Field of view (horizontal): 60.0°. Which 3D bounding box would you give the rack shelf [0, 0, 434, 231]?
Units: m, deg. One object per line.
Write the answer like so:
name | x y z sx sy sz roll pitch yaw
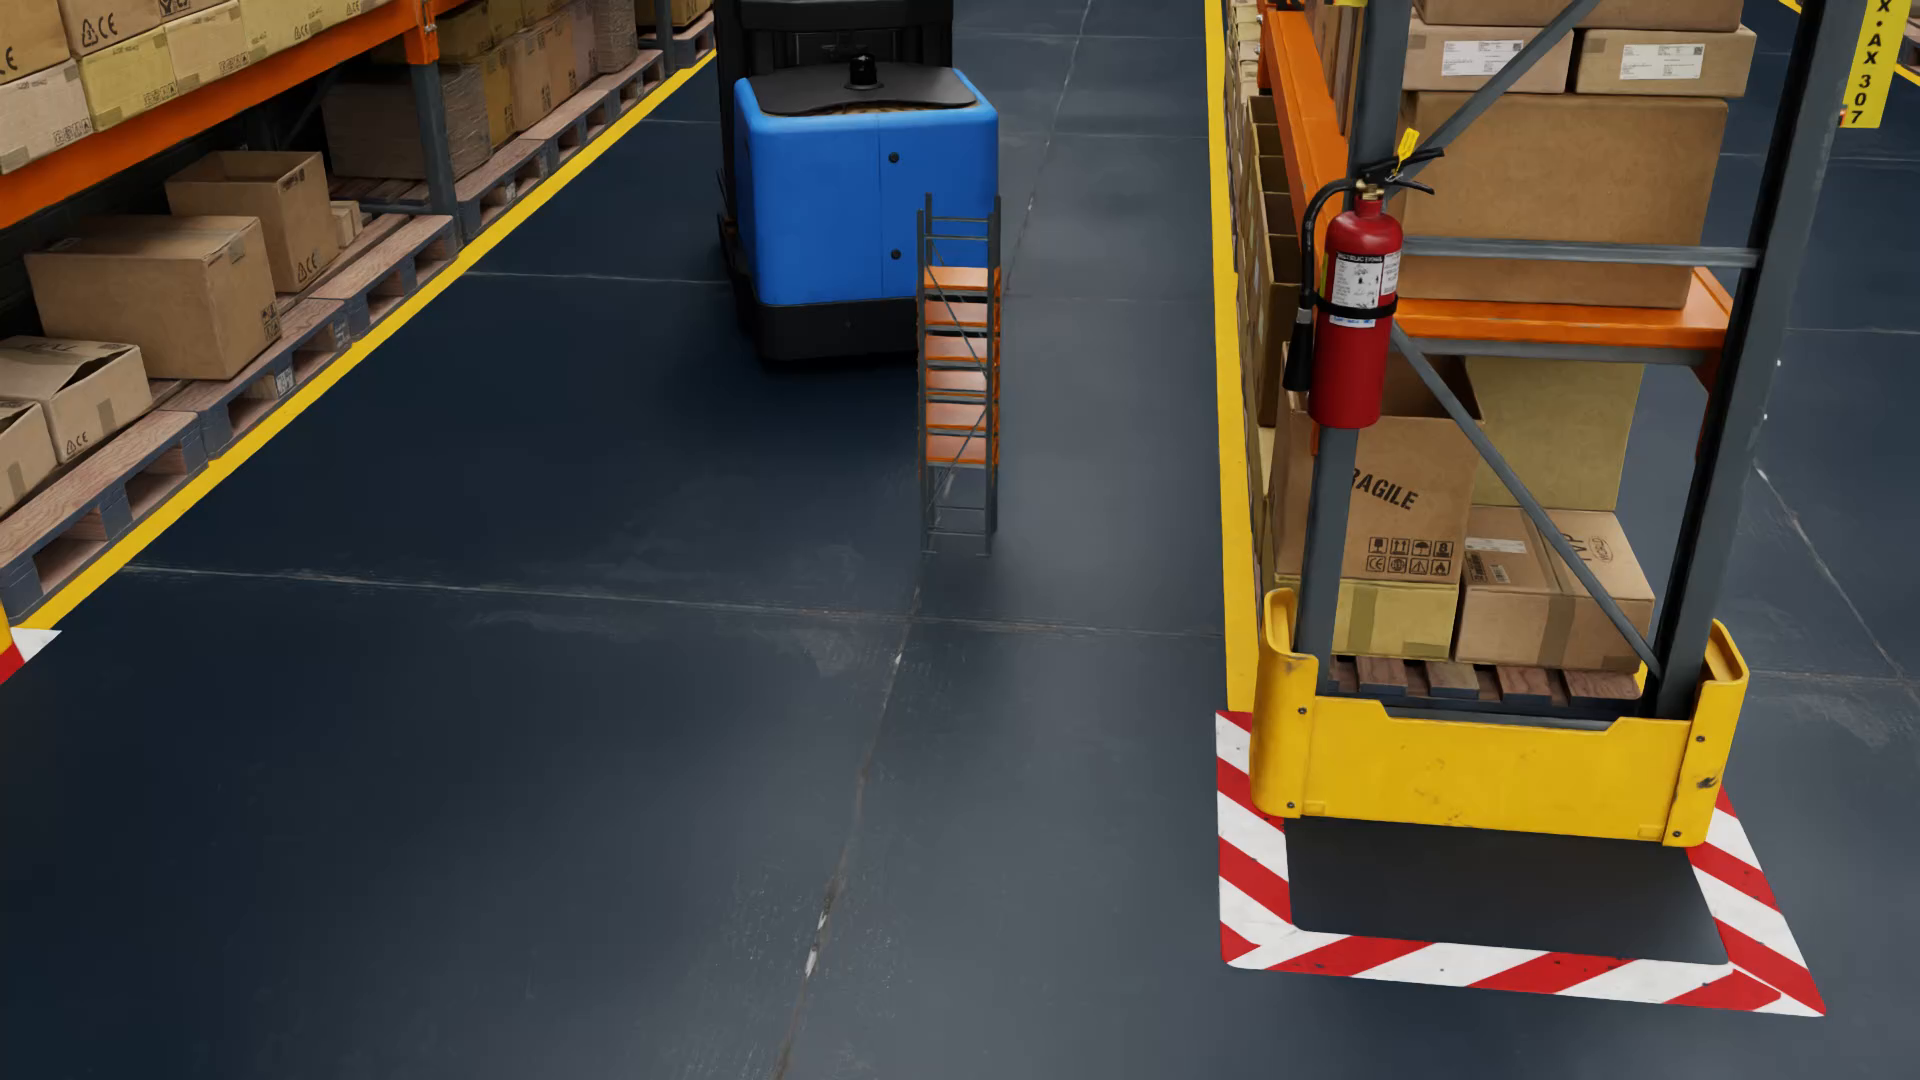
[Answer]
rack shelf | -3.294 -1.563 6.248 1.077 0.370 4.000 3 28 6

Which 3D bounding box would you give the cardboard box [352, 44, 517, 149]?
cardboard box | -2.961 -2.508 9.415 0.700 0.500 0.500 3 28 5

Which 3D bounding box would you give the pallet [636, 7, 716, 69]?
pallet | -2.387 -3.843 12.662 1.003 0.211 1.213 3 28 6

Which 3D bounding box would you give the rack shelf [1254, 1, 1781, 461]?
rack shelf | 1.623 -1.277 5.717 1.077 0.370 4.000 3 28 6

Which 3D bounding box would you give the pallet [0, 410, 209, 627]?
pallet | -3.395 -0.127 5.763 1.003 0.211 1.213 3 28 6

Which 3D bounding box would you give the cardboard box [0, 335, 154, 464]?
cardboard box | -3.295 -0.537 5.956 0.500 0.311 0.500 6 29 10

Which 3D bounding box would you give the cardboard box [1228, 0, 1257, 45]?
cardboard box | 2.003 -3.410 10.782 0.500 0.311 0.500 4 29 8

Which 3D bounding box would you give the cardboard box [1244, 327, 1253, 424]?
cardboard box | 1.323 -0.603 6.163 0.500 0.250 0.500 3 28 6

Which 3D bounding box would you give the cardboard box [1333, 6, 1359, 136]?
cardboard box | 1.635 -1.644 5.534 0.700 0.500 0.500 4 29 8

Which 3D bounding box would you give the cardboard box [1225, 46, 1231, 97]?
cardboard box | 1.942 -2.927 10.476 0.500 0.250 0.500 3 28 5

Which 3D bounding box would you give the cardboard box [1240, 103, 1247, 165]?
cardboard box | 1.633 -1.964 8.098 0.500 0.311 0.500 3 28 6

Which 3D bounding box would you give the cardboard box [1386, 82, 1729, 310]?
cardboard box | 1.448 -0.916 4.181 0.700 0.500 0.500 3 28 6

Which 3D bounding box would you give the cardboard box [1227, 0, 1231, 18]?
cardboard box | 2.304 -4.209 12.572 0.500 0.500 0.500 2 28 4

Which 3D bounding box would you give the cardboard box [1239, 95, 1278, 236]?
cardboard box | 1.501 -1.640 7.297 0.500 0.500 0.500 3 28 6

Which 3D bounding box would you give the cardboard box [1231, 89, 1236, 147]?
cardboard box | 1.821 -2.440 9.573 0.500 0.250 0.500 4 29 7

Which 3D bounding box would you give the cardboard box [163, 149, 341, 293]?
cardboard box | -3.136 -1.424 7.402 0.500 0.500 0.500 1 28 2

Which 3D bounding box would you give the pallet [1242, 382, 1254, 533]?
pallet | 1.582 -0.360 6.196 1.003 0.211 1.213 3 28 6

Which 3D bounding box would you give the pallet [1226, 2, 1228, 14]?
pallet | 2.786 -4.688 14.230 1.003 0.211 1.213 3 28 6

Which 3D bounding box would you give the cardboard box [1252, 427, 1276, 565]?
cardboard box | 1.200 -0.133 5.290 0.500 0.250 0.500 3 28 6

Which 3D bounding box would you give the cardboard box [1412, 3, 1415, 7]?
cardboard box | 1.267 -1.296 4.204 0.380 0.149 0.250 4 29 7

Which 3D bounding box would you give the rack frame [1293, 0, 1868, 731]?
rack frame | 1.378 -0.653 3.799 1.000 3.000 0.127 3 28 6

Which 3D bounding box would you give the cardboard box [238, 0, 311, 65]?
cardboard box | -2.921 -2.052 6.533 0.500 0.250 0.500 3 28 6

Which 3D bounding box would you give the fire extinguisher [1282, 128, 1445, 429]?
fire extinguisher | 0.903 -0.590 3.764 0.296 0.674 0.183 3 28 6

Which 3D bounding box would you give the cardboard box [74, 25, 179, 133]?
cardboard box | -3.046 -1.577 5.652 0.500 0.250 0.500 3 28 5

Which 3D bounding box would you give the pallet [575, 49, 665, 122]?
pallet | -2.656 -3.109 11.298 1.003 0.211 1.213 3 28 6

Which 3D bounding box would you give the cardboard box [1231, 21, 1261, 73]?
cardboard box | 1.882 -2.922 9.877 0.500 0.311 0.500 3 28 5

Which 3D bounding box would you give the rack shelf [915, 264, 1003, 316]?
rack shelf | -0.002 -0.799 5.303 0.258 0.103 0.180 3 28 6

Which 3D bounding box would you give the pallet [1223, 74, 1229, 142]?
pallet | 2.219 -2.805 10.735 1.003 0.211 1.213 3 28 6

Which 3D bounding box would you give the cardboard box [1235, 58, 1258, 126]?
cardboard box | 1.754 -2.444 8.989 0.500 0.311 0.500 3 28 6

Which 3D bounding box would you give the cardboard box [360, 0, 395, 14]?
cardboard box | -2.806 -2.524 7.409 0.500 0.250 0.500 3 29 6

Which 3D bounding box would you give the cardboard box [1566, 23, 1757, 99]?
cardboard box | 1.640 -1.154 3.941 0.380 0.149 0.250 3 28 6

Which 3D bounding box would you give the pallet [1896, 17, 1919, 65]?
pallet | 7.481 -3.847 12.669 1.003 0.211 1.213 3 28 6

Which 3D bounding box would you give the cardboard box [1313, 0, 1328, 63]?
cardboard box | 1.762 -2.122 6.420 0.700 0.500 0.500 3 28 6

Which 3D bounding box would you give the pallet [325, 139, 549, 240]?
pallet | -2.955 -1.960 9.166 1.003 0.211 1.213 3 28 6

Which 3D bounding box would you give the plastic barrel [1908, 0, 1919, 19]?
plastic barrel | 7.436 -4.252 12.660 0.421 0.512 0.421 0 28 0

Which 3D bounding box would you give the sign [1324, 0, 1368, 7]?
sign | 0.841 -1.305 3.538 0.100 0.325 0.005 3 28 6

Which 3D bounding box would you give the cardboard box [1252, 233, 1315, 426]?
cardboard box | 1.257 -0.698 5.549 0.500 0.500 0.500 3 28 6

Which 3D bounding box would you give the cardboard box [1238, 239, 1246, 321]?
cardboard box | 1.444 -1.074 7.037 0.500 0.250 0.500 3 28 6

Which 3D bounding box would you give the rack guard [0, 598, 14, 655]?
rack guard | -3.529 0.126 4.989 1.175 0.500 0.348 3 28 6

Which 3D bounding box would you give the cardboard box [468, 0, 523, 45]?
cardboard box | -2.864 -3.045 9.620 0.500 0.250 0.500 3 28 5

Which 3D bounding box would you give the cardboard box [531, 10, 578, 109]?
cardboard box | -2.806 -2.984 10.299 0.700 0.500 0.500 3 28 6

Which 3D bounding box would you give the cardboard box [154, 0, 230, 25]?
cardboard box | -2.990 -2.137 5.901 0.500 0.500 0.500 4 29 8

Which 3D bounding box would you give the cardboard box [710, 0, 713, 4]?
cardboard box | -2.224 -4.693 13.123 0.750 0.750 0.750 3 28 6

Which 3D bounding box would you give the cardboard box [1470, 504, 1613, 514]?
cardboard box | 1.722 -0.102 5.233 0.500 0.250 0.500 3 28 6

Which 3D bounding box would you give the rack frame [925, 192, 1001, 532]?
rack frame | 0.009 -0.564 5.533 0.240 1.200 0.006 3 28 6

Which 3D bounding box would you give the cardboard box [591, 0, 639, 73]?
cardboard box | -2.595 -3.456 11.173 0.700 0.500 0.500 4 29 7

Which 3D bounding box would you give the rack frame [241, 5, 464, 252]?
rack frame | -3.048 -2.822 7.825 1.000 3.000 0.127 3 28 6

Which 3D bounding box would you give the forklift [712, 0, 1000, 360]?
forklift | -0.628 -2.728 7.723 1.130 2.935 3.031 -6 29 -10

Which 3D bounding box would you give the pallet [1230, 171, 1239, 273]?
pallet | 1.920 -1.657 8.603 1.003 0.211 1.213 3 28 6

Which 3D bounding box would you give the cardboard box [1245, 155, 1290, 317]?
cardboard box | 1.378 -1.169 6.423 0.500 0.500 0.500 3 28 6

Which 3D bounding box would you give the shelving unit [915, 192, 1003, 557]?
shelving unit | -0.002 -0.521 5.453 0.258 1.200 0.189 3 28 6

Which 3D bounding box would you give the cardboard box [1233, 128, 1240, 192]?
cardboard box | 1.695 -1.960 8.681 0.500 0.250 0.500 3 28 5

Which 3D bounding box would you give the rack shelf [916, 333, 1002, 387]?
rack shelf | -0.002 -0.588 5.417 0.258 0.103 0.180 3 28 6

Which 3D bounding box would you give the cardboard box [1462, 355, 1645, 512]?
cardboard box | 1.724 -0.432 5.055 0.500 0.500 0.500 3 28 6

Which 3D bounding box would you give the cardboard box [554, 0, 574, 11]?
cardboard box | -2.727 -3.521 10.504 0.500 0.250 0.500 4 29 7

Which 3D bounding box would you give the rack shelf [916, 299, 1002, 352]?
rack shelf | -0.002 -0.694 5.360 0.258 0.103 0.180 3 28 6

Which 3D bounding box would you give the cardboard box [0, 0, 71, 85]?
cardboard box | -3.111 -1.651 4.998 0.500 0.500 0.500 3 29 6

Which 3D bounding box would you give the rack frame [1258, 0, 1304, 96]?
rack frame | 1.868 -2.535 7.294 1.000 3.000 0.127 3 28 6
